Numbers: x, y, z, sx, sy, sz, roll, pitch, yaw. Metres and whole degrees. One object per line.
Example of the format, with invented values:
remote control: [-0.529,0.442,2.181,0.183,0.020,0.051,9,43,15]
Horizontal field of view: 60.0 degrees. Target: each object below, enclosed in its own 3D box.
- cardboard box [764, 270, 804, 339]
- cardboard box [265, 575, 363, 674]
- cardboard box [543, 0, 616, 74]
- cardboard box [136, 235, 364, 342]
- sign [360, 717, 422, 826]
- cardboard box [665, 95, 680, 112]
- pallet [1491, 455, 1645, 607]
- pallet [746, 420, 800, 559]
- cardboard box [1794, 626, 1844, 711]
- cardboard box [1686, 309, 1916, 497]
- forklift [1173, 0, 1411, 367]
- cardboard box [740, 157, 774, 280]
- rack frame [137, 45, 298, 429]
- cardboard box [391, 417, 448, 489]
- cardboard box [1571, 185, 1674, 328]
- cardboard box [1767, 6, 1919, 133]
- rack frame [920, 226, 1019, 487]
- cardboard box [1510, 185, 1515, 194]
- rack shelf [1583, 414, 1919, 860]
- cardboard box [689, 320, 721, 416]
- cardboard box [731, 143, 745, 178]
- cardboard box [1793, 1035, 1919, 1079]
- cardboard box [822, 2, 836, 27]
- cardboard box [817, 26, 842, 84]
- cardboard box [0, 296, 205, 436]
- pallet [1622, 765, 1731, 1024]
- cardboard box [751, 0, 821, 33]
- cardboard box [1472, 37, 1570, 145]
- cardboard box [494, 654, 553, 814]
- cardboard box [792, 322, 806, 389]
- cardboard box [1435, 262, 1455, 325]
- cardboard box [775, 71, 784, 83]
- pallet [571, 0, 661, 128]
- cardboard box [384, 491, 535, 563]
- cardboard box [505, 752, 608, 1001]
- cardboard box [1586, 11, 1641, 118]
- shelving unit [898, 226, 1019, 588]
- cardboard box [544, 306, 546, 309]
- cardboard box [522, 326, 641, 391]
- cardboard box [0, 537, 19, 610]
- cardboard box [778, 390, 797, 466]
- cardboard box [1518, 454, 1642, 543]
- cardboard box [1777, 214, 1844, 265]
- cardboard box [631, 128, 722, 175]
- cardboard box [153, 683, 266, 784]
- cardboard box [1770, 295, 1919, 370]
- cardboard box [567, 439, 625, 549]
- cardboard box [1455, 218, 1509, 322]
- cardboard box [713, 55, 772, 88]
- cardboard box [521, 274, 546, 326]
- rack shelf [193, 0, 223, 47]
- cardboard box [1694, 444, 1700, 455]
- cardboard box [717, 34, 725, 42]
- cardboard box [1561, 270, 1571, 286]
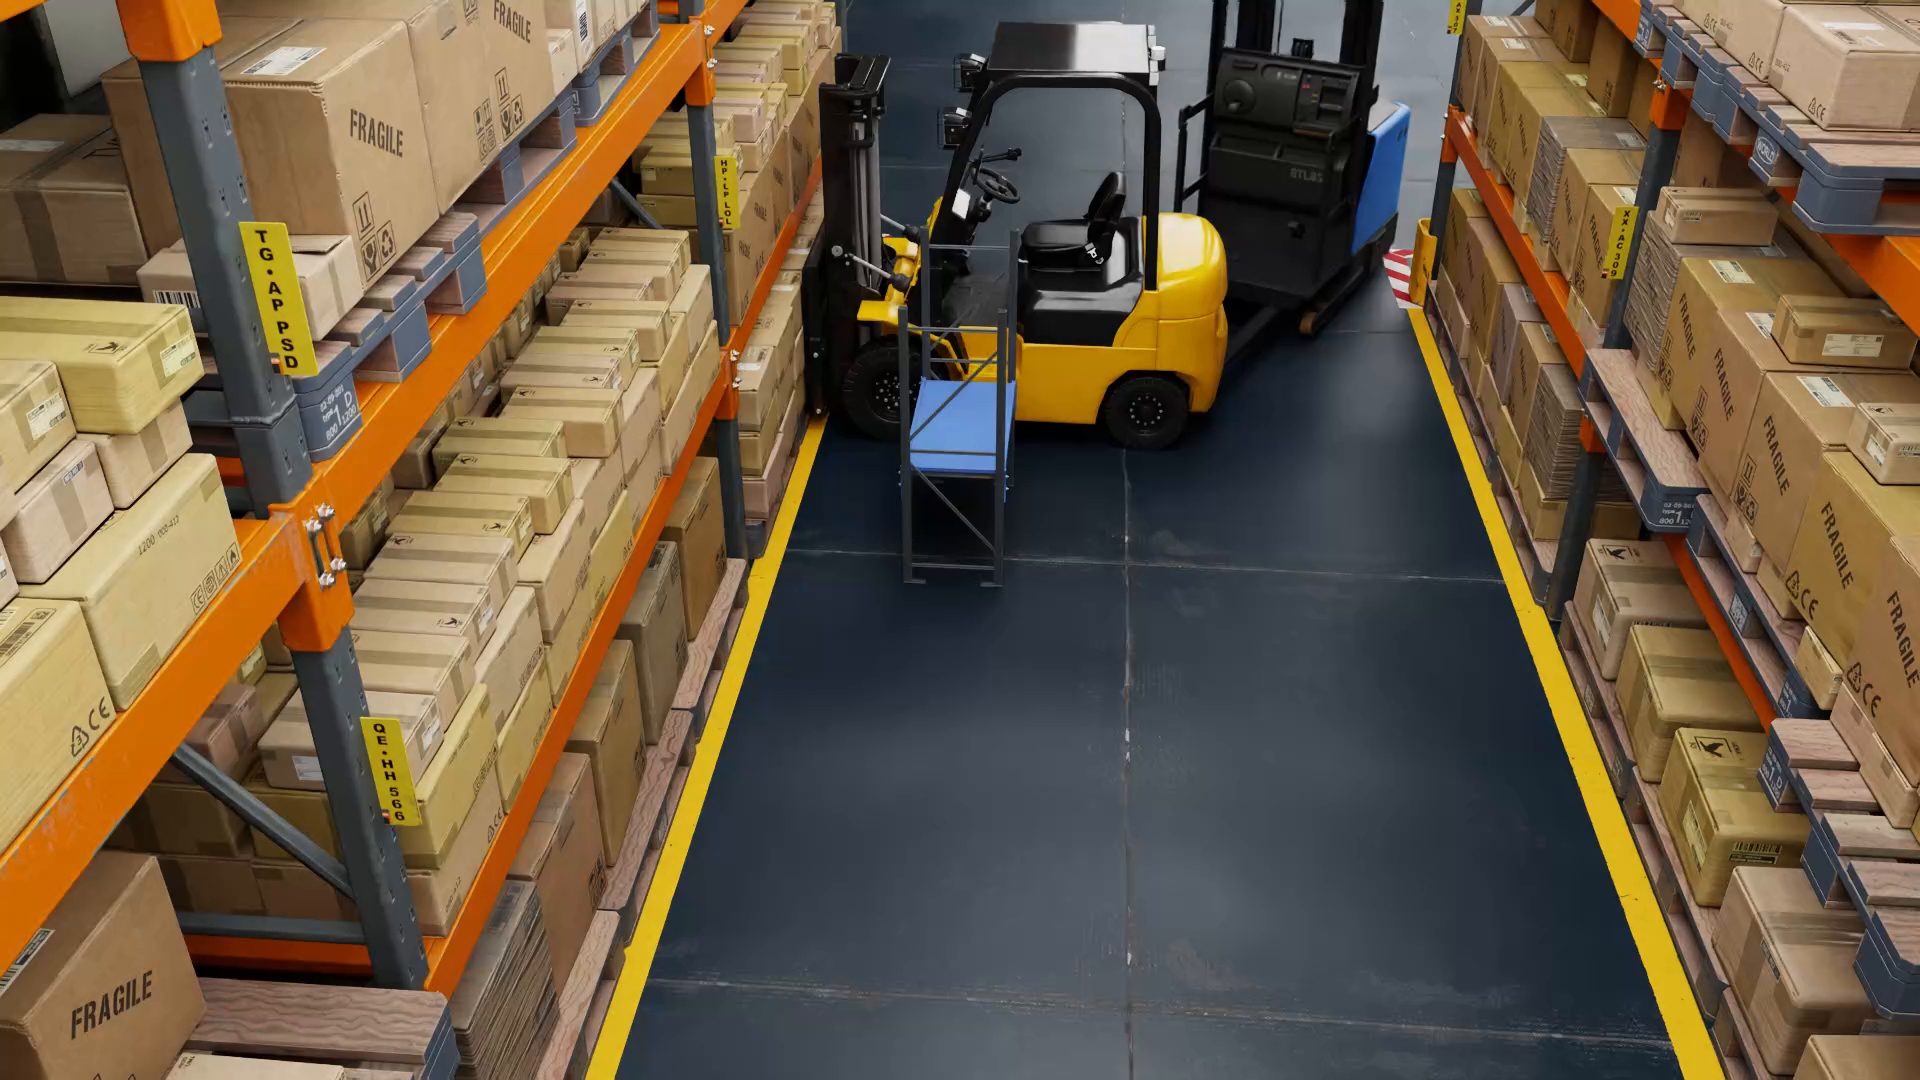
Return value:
cardboard box: [-1.141,-1.297,9.263,0.500,0.250,0.500,3,32,6]
cardboard box: [-2.100,0.332,5.018,0.500,0.250,0.500,3,32,4]
cardboard box: [-1.452,-1.766,5.487,0.500,0.311,0.500,1,32,2]
cardboard box: [-1.568,-0.573,3.688,0.380,0.166,0.250,2,32,4]
sign: [-1.358,0.555,3.963,0.100,0.325,0.005,2,32,4]
cardboard box: [-1.703,-2.269,8.859,0.380,0.149,0.250,2,32,3]
pallet: [3.393,-0.051,8.632,1.003,0.211,1.213,2,32,4]
pallet: [-1.467,-0.323,9.073,1.003,0.211,1.213,2,32,4]
cardboard box: [2.803,0.400,5.082,0.380,0.149,0.250,3,32,5]
cardboard box: [2.956,-0.481,5.892,0.500,0.500,0.500,2,32,4]
forklift: [2.002,-2.855,10.590,1.130,2.935,3.031,17,35,25]
cardboard box: [-1.252,-1.632,8.445,0.500,0.500,0.500,3,32,5]
rack frame: [-1.899,-1.558,2.701,1.000,3.000,0.127,2,32,4]
cardboard box: [-1.969,-0.305,5.673,0.380,0.149,0.250,3,32,5]
cardboard box: [3.162,-1.298,7.618,0.500,0.500,0.500,2,32,3]
cardboard box: [2.867,-1.460,5.143,0.500,0.250,0.500,2,32,3]
rack frame: [0.048,-0.949,8.860,0.500,1.500,0.032,2,32,4]
cardboard box: [3.341,-2.026,9.417,0.380,0.149,0.250,3,32,6]
rack shelf: [3.211,0.466,5.820,1.077,0.370,4.000,2,32,4]
cardboard box: [-1.354,-0.757,7.263,0.500,0.250,0.500,3,32,5]
cardboard box: [-1.273,-1.843,8.168,0.380,0.149,0.250,2,32,4]
cardboard box: [3.104,1.851,4.992,0.950,0.372,0.625,0,32,1]
cardboard box: [-0.997,-3.313,10.553,0.380,0.149,0.250,3,32,5]
cardboard box: [-1.026,-2.962,10.601,0.500,0.500,0.500,2,32,3]
cardboard box: [-1.633,-0.321,3.033,0.380,0.149,0.250,3,32,6]
pallet: [3.215,1.348,6.361,1.003,0.211,1.213,2,32,4]
cardboard box: [-1.051,-3.168,10.035,0.380,0.149,0.250,3,32,5]
cardboard box: [3.345,-2.640,9.796,0.500,0.500,0.500,3,32,5]
cardboard box: [-1.574,0.575,5.101,0.500,0.250,0.500,2,32,3]
cardboard box: [-1.135,-1.083,9.392,0.500,0.250,0.500,2,32,4]
cardboard box: [3.358,-1.576,10.668,0.500,0.250,0.500,2,32,4]
cardboard box: [-1.187,-2.515,9.258,0.380,0.149,0.250,2,32,4]
pallet: [-1.633,-1.830,6.183,0.805,0.209,1.217,1,32,2]
cardboard box: [-1.565,-0.022,5.213,0.380,0.149,0.250,3,32,5]
cardboard box: [-1.790,1.160,5.871,0.875,0.625,0.625,3,32,6]
cardboard box: [3.709,-2.506,8.625,0.700,0.500,0.500,2,32,4]
shelving unit: [0.007,-0.683,8.429,0.538,1.500,1.048,2,32,4]
cardboard box: [-1.871,-0.991,7.165,0.500,0.250,0.500,2,32,3]
cardboard box: [-1.429,-0.688,6.293,0.380,0.149,0.250,2,32,3]
cardboard box: [-1.776,0.079,2.666,0.380,0.149,0.250,3,32,5]
cardboard box: [-1.178,-0.609,9.100,0.500,0.250,0.500,2,32,3]
cardboard box: [3.154,-0.215,8.460,0.500,0.250,0.500,4,32,6]
cardboard box: [3.565,-0.982,6.706,0.500,0.500,0.500,2,32,3]
cardboard box: [-1.338,-1.837,7.874,0.380,0.149,0.250,3,32,5]
cardboard box: [-2.075,0.498,4.369,0.380,0.149,0.250,3,32,6]
cardboard box: [2.997,-0.707,5.640,0.380,0.149,0.250,4,32,7]
cardboard box: [-1.501,-0.178,5.846,0.500,0.250,0.500,3,32,5]
cardboard box: [3.319,-1.609,10.007,0.500,0.500,0.500,1,32,2]
cardboard box: [-1.224,-2.503,8.956,0.380,0.149,0.250,3,32,4]
cardboard box: [-1.911,-0.971,6.754,0.380,0.149,0.250,2,32,4]
rack shelf: [-1.737,-2.128,4.692,1.077,0.370,4.000,2,32,4]
cardboard box: [3.038,-0.401,6.380,0.380,0.149,0.250,4,32,7]
cardboard box: [-1.582,-2.925,9.640,0.380,0.149,0.250,3,32,6]
cardboard box: [3.243,-1.353,8.326,0.380,0.149,0.250,2,32,3]
